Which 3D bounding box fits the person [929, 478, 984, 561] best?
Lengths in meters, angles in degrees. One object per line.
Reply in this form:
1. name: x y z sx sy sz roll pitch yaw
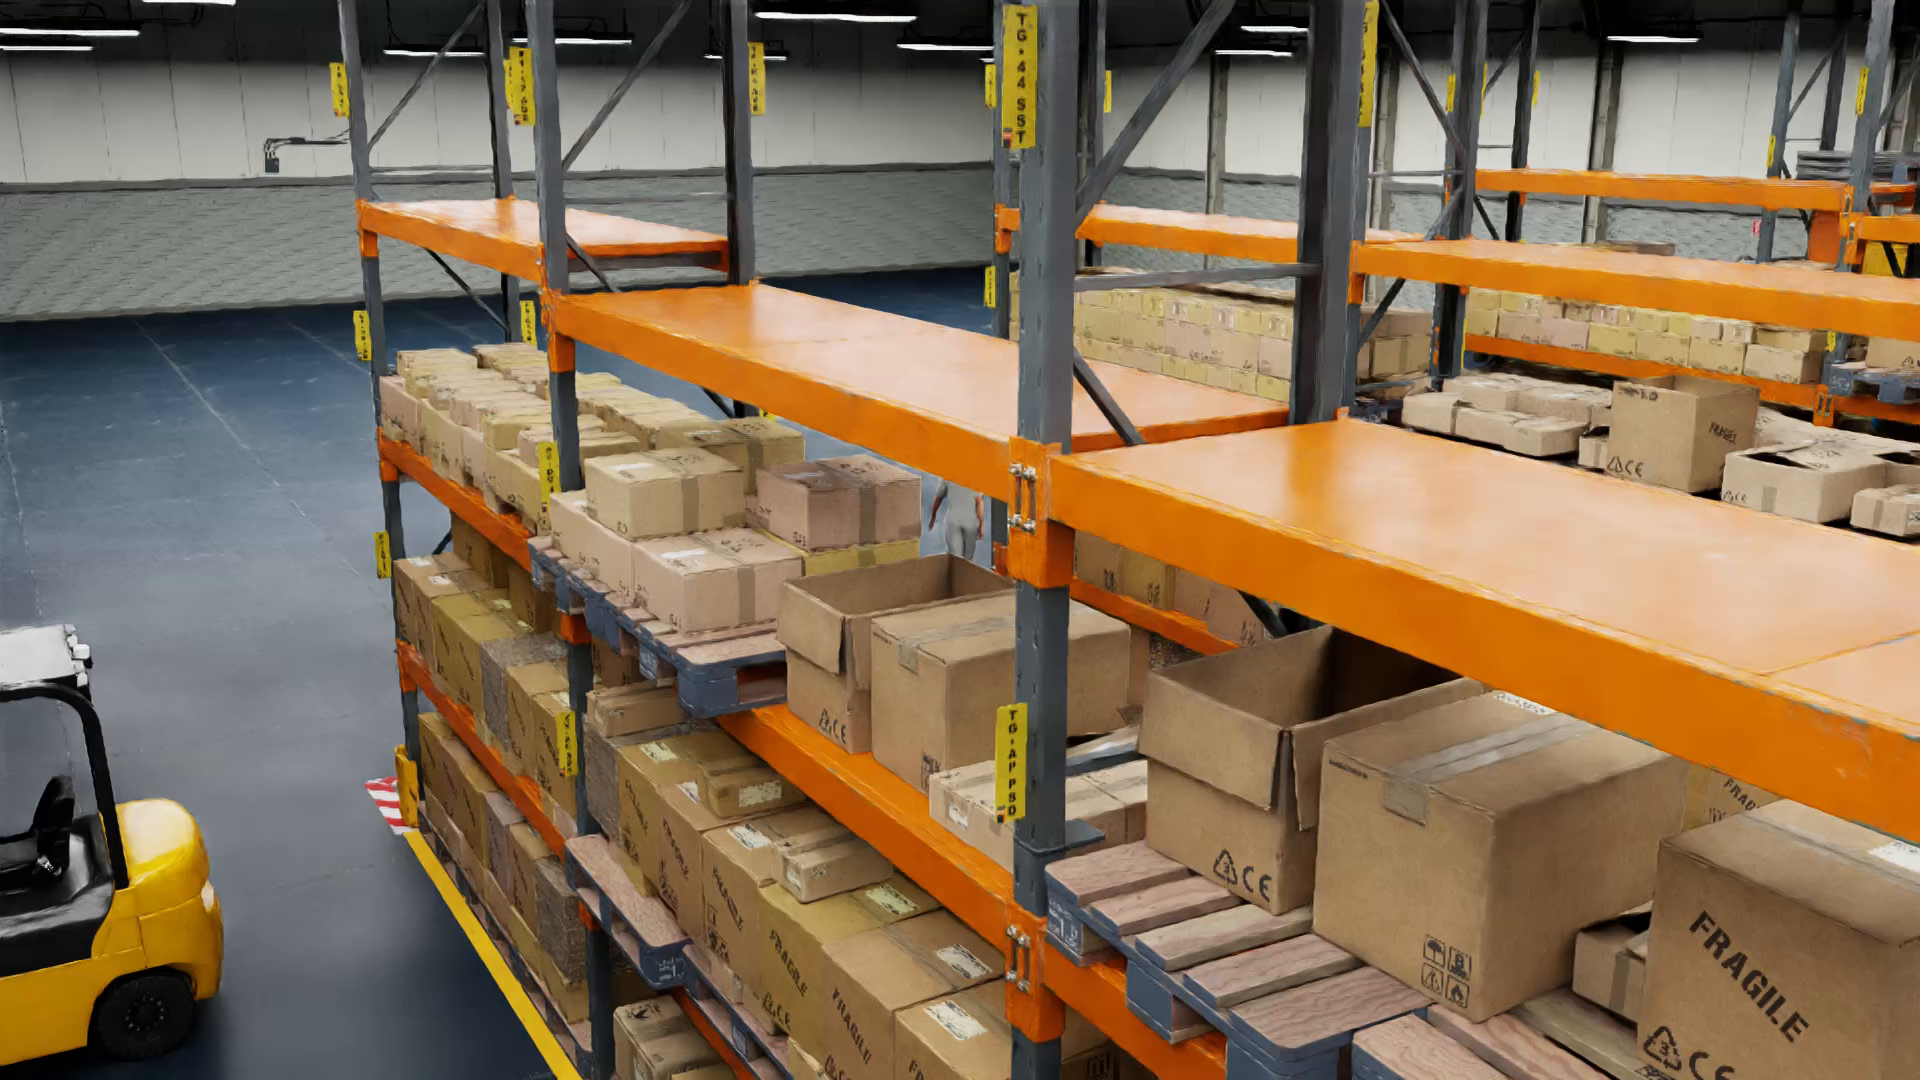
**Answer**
1. person: -0.040 -0.163 16.599 0.552 1.643 0.870 0 15 -1
